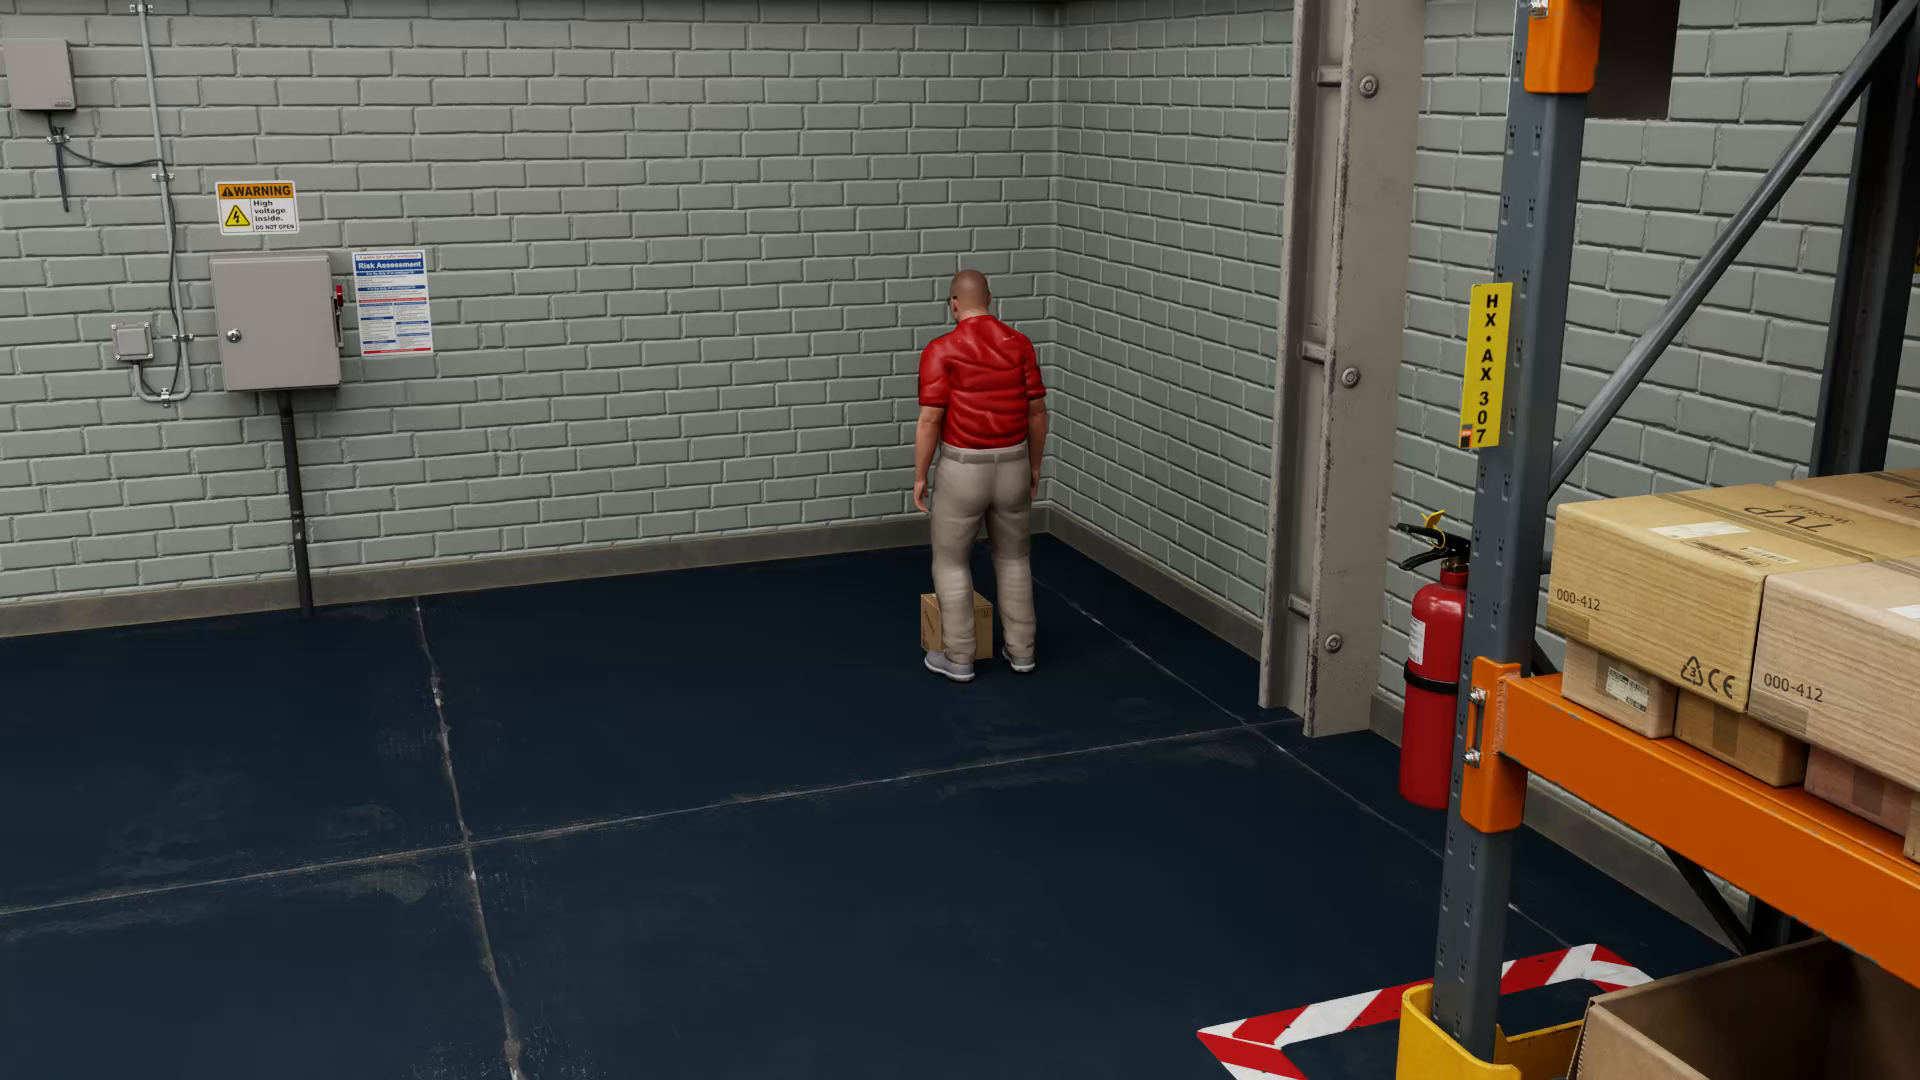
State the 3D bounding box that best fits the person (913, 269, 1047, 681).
[{"bbox_3d":[0.081,-0.266,7.010,0.588,1.726,0.389,-6,17,-21],"label":"person"}]
